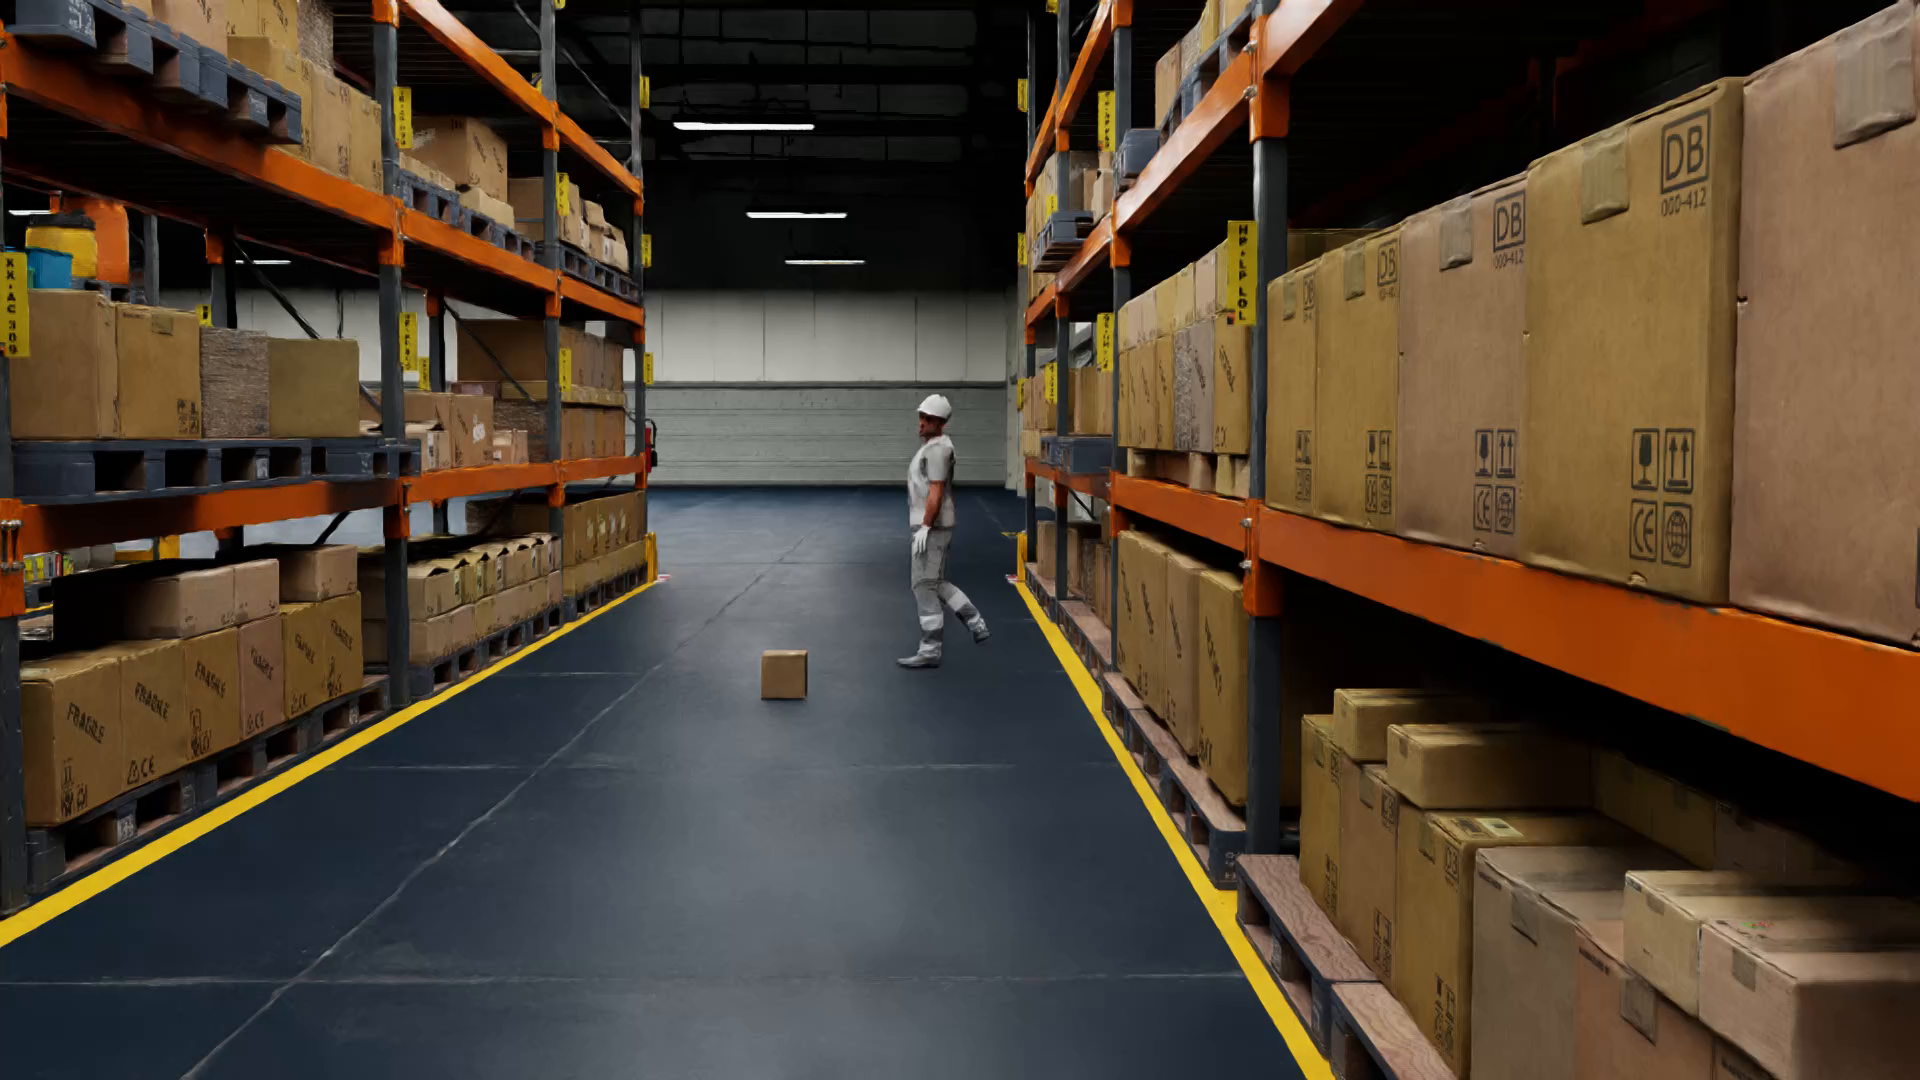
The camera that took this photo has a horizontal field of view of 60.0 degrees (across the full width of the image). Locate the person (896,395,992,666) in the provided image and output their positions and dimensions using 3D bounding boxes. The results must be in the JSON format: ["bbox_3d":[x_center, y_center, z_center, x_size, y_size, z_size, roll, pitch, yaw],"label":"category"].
[{"bbox_3d":[-0.103,-0.064,11.013,0.625,1.787,0.737,0,4,1],"label":"person"}]
